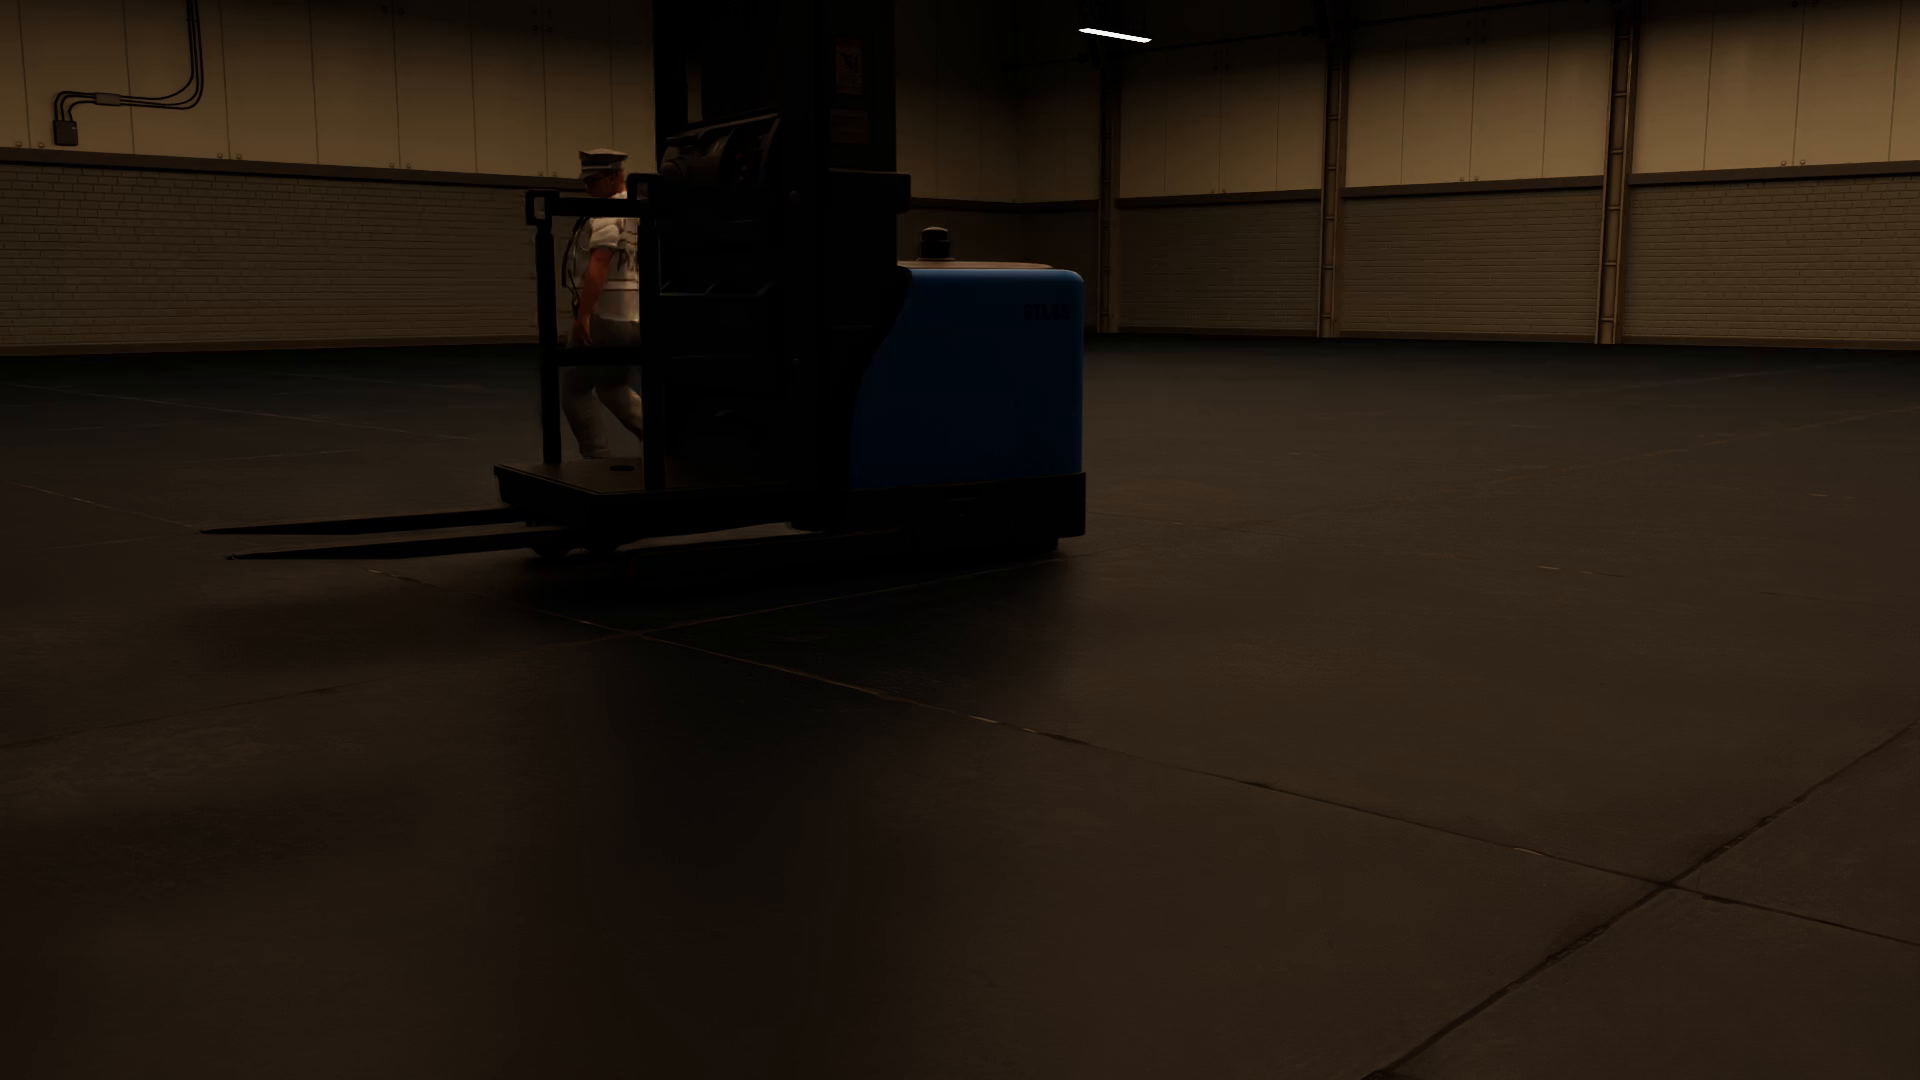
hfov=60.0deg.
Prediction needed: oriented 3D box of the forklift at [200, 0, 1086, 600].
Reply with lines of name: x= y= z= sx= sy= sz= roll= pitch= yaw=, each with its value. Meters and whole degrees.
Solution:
forklift: x=-1.036 y=-1.343 z=5.791 sx=3.031 sy=2.935 sz=1.130 roll=-5 pitch=10 yaw=-32

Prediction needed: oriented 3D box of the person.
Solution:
person: x=-1.811 y=-1.110 z=8.420 sx=0.584 sy=1.700 sz=0.728 roll=5 pitch=10 yaw=30
